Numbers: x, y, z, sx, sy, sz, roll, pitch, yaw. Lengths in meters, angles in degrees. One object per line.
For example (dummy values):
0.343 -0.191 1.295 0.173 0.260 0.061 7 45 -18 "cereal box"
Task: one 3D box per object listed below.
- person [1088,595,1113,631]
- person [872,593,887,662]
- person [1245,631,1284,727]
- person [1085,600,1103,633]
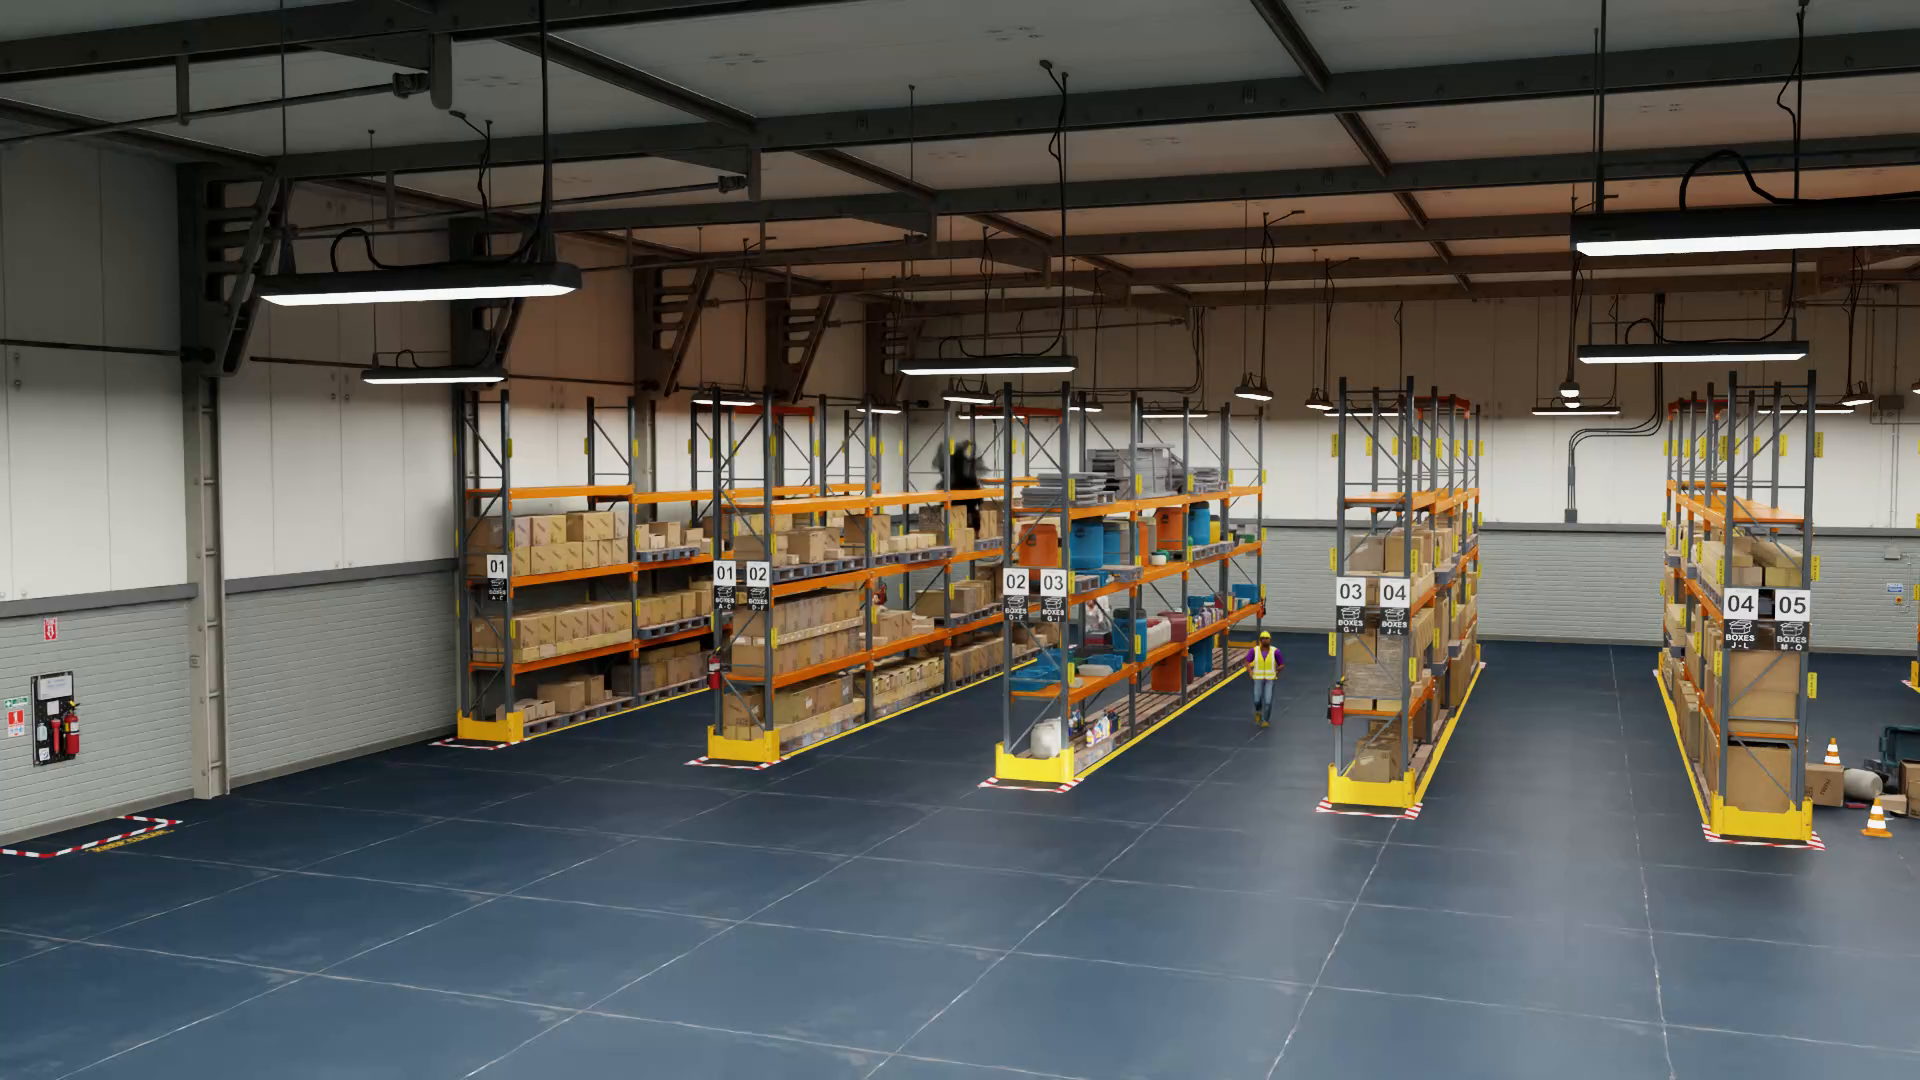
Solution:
3.530 1.850 41.832 0.713 1.742 0.706 -2 4 -28 "person"
-1.793 1.944 35.422 0.578 1.631 0.519 1 3 17 "person"
5.450 2.497 29.790 0.689 1.716 0.593 1 3 12 "person"
3.038 2.053 38.614 0.541 1.443 0.769 1 3 13 "person"
